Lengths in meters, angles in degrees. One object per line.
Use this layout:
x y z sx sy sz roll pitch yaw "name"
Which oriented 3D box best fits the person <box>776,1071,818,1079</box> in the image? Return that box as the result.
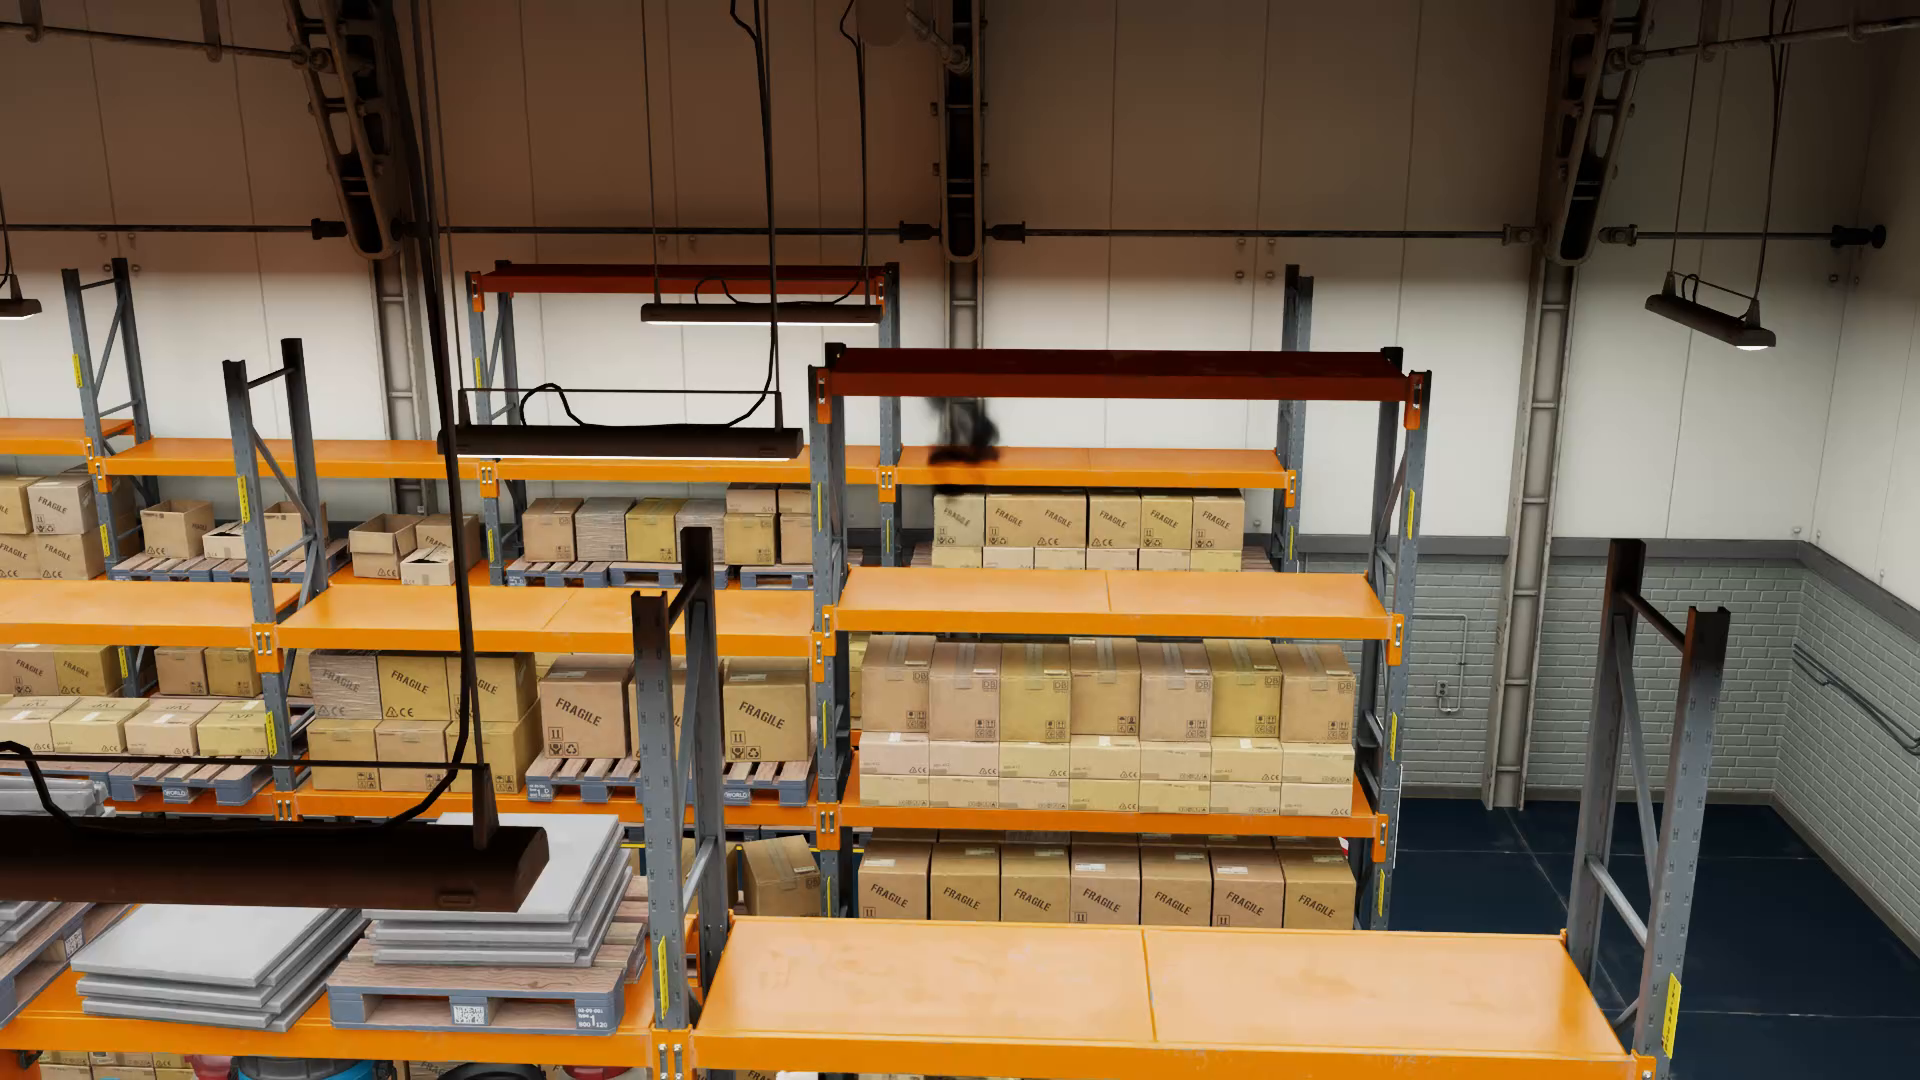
-1.066 4.212 10.869 0.742 1.813 0.657 -3 16 -11 "person"
